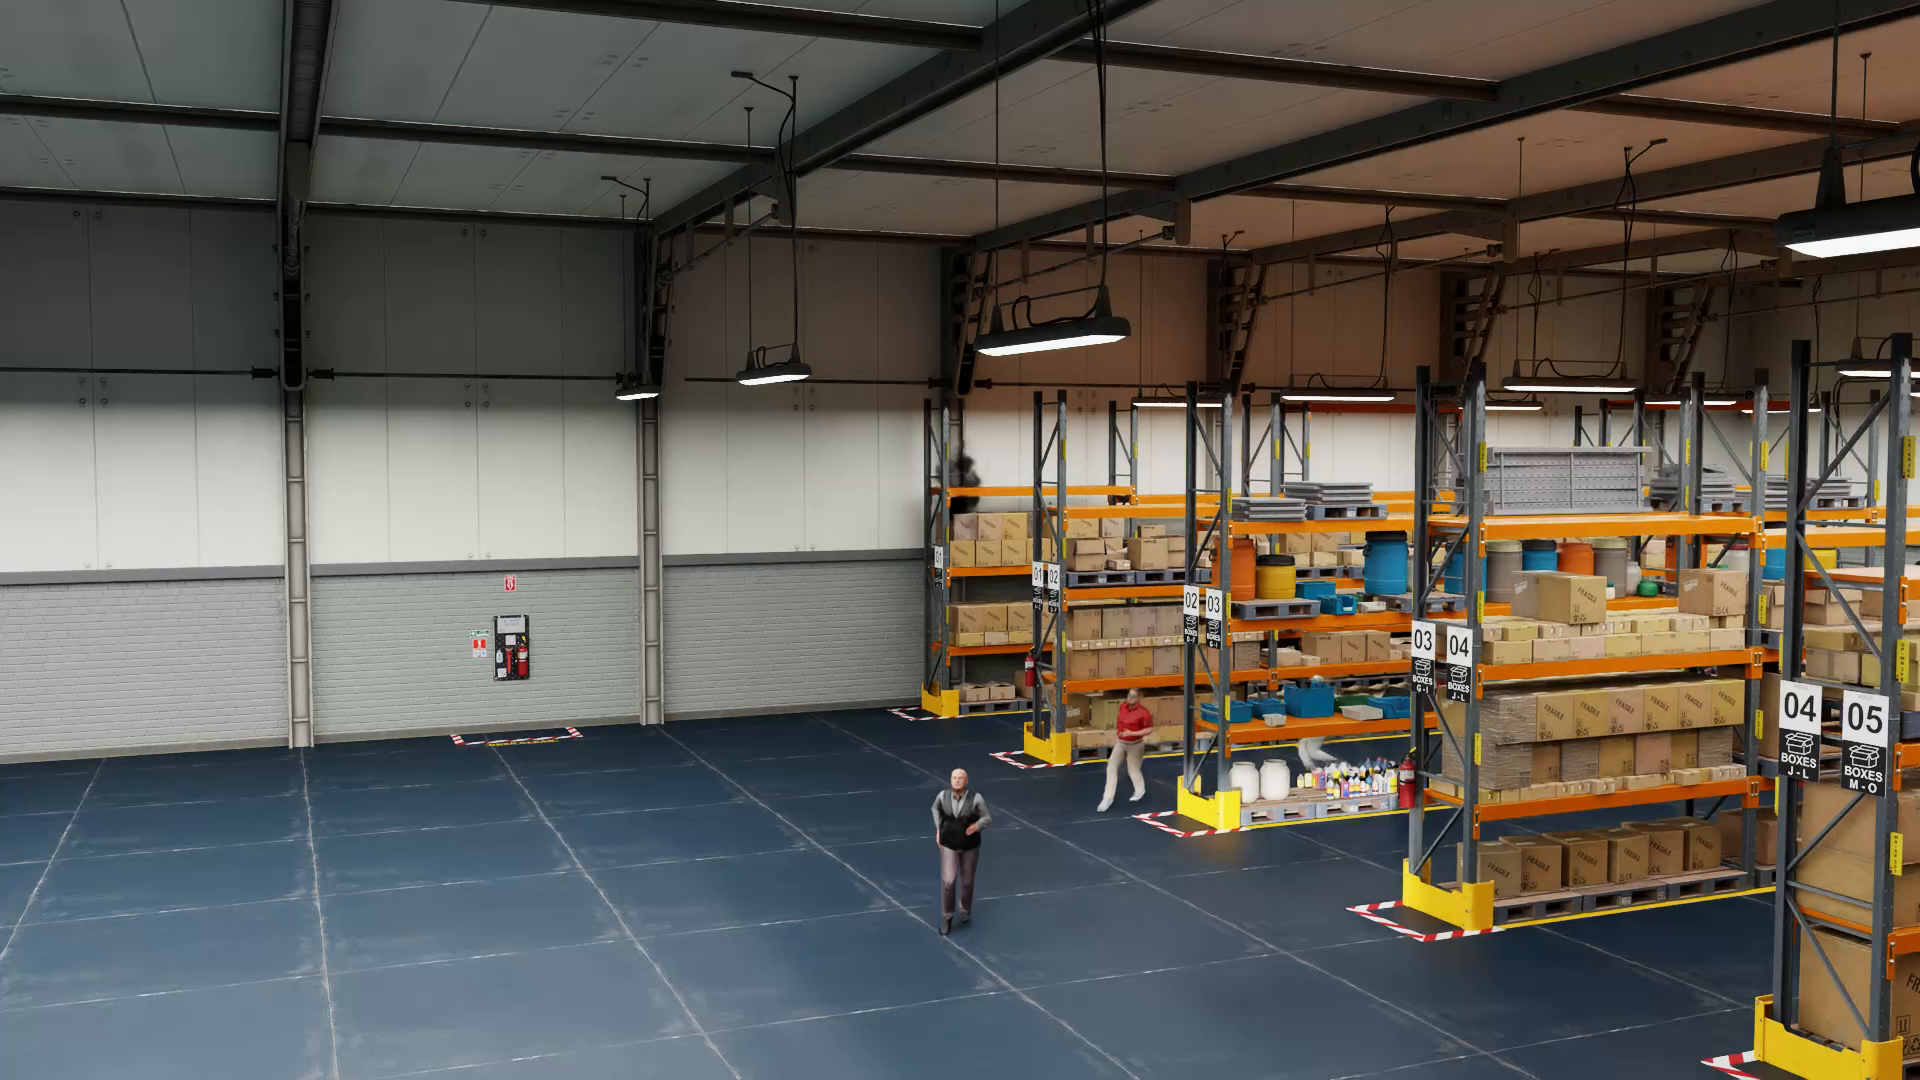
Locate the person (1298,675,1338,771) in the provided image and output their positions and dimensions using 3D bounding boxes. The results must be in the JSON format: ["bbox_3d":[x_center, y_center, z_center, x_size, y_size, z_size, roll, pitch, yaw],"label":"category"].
[{"bbox_3d":[5.445,2.861,25.392,0.578,1.615,0.601,-1,4,-23],"label":"person"}]

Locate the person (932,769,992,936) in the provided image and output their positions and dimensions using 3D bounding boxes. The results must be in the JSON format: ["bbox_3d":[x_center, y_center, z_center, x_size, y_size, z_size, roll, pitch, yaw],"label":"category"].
[{"bbox_3d":[0.012,3.279,17.532,0.652,1.756,0.756,0,3,4],"label":"person"}]

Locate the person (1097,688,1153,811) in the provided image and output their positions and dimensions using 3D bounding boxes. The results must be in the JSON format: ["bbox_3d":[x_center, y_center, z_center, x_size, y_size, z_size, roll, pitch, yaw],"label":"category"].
[{"bbox_3d":[2.432,2.938,23.460,0.678,1.735,0.918,2,4,36],"label":"person"}]
